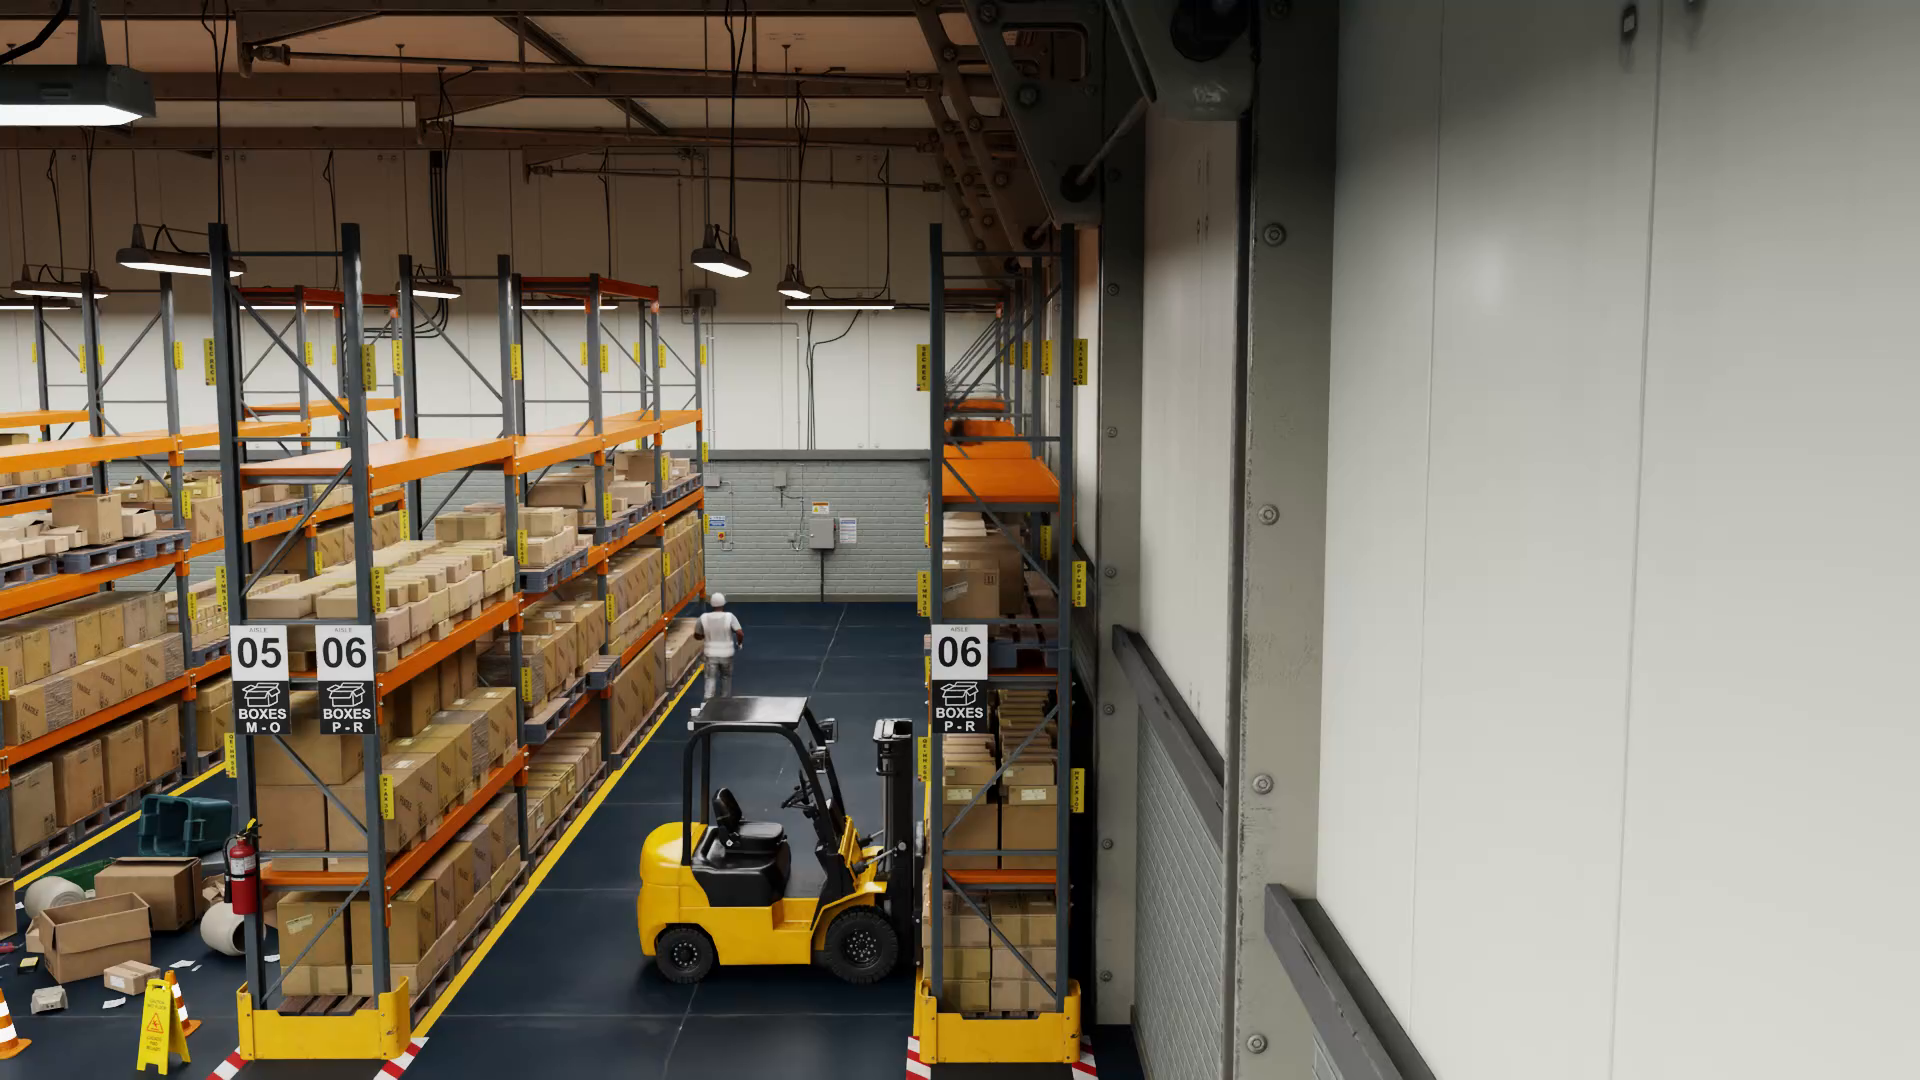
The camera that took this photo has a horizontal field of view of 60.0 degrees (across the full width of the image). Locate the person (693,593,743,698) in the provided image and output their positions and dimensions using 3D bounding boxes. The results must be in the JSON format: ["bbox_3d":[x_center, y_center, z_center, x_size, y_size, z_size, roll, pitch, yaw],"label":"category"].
[{"bbox_3d":[-3.355,1.597,23.150,0.698,1.757,0.886,0,7,-3],"label":"person"}]
